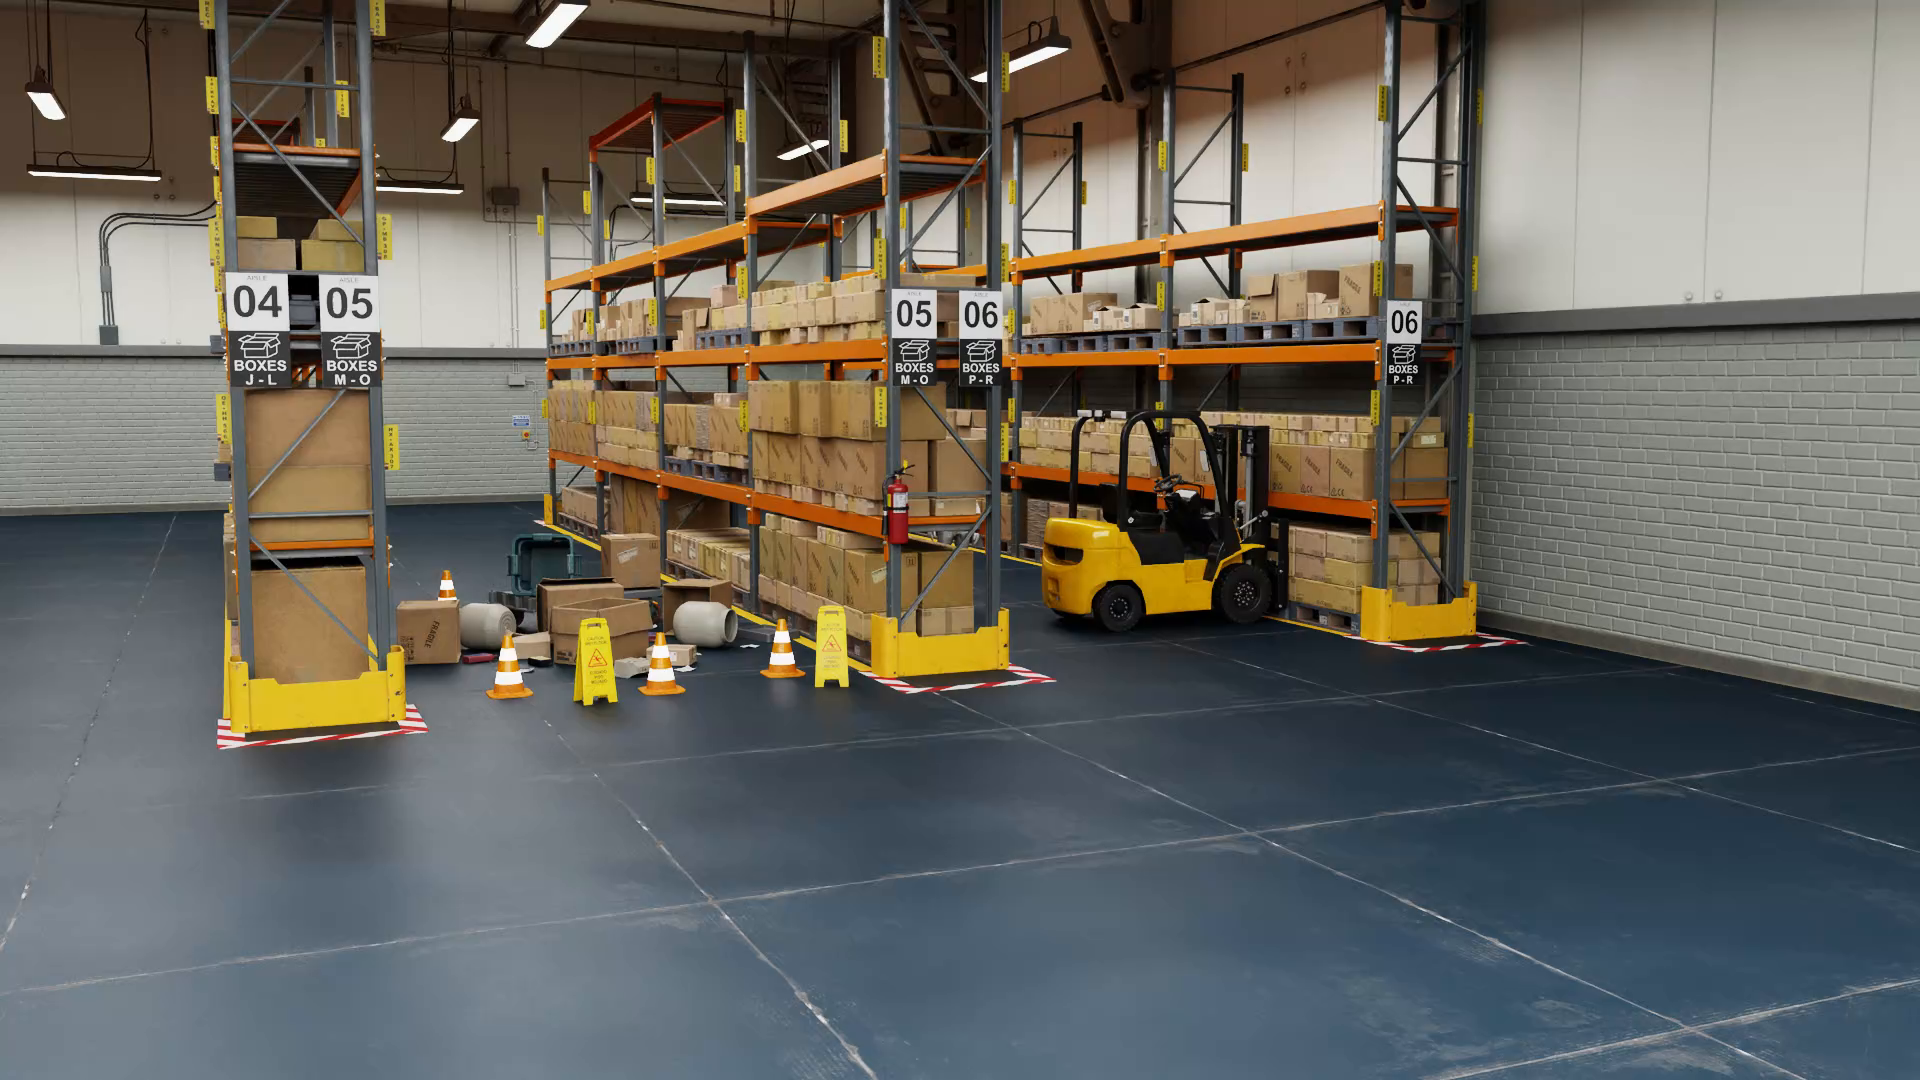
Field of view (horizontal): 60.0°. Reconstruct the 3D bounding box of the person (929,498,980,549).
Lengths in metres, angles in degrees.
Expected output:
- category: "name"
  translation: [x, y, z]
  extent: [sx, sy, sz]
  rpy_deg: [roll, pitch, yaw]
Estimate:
- category: "person"
  translation: [-0.060, -0.106, 17.840]
  extent: [0.577, 1.696, 0.531]
  rpy_deg: [0, 6, -5]
